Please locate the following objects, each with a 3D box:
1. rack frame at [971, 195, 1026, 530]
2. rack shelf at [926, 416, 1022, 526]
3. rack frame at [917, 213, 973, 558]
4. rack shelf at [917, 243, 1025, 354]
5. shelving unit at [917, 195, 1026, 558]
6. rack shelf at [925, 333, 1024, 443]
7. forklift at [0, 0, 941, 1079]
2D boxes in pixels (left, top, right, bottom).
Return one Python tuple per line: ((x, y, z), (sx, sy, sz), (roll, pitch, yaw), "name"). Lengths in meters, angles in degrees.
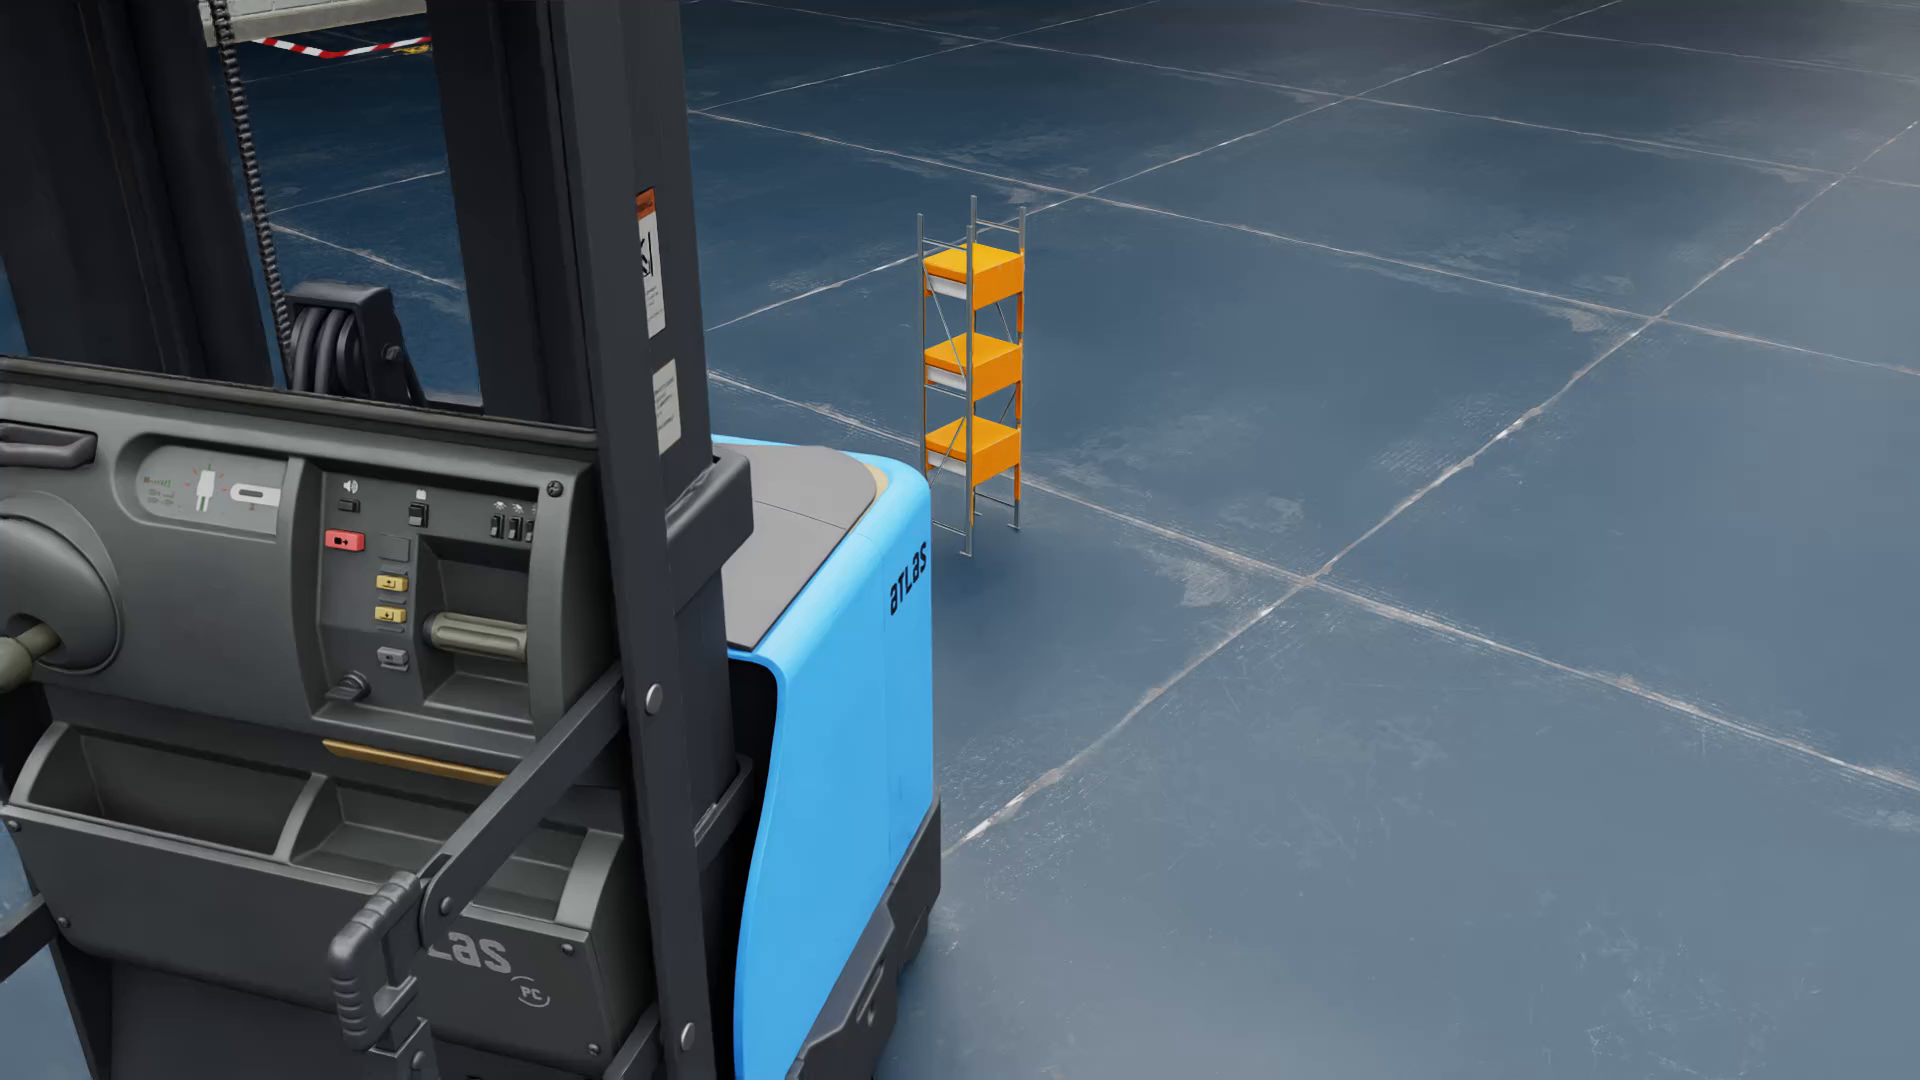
((0.112, -0.529, 5.129), (0.200, 1.050, 0.008), (21, 34, 34), "rack frame")
((0.034, -0.229, 5.178), (0.215, 0.259, 0.240), (21, 34, 34), "rack shelf")
((-0.044, -0.442, 4.962), (0.200, 1.050, 0.008), (21, 34, 34), "rack frame")
((0.034, -0.728, 4.920), (0.215, 0.259, 0.240), (21, 34, 34), "rack shelf")
((0.034, -0.485, 5.045), (0.215, 1.050, 0.252), (21, 34, 34), "shelving unit")
((0.034, -0.476, 5.050), (0.215, 0.259, 0.240), (21, 34, 34), "rack shelf")
((-0.962, 0.079, 1.907), (1.130, 2.935, 3.031), (8, 28, 15), "forklift")
